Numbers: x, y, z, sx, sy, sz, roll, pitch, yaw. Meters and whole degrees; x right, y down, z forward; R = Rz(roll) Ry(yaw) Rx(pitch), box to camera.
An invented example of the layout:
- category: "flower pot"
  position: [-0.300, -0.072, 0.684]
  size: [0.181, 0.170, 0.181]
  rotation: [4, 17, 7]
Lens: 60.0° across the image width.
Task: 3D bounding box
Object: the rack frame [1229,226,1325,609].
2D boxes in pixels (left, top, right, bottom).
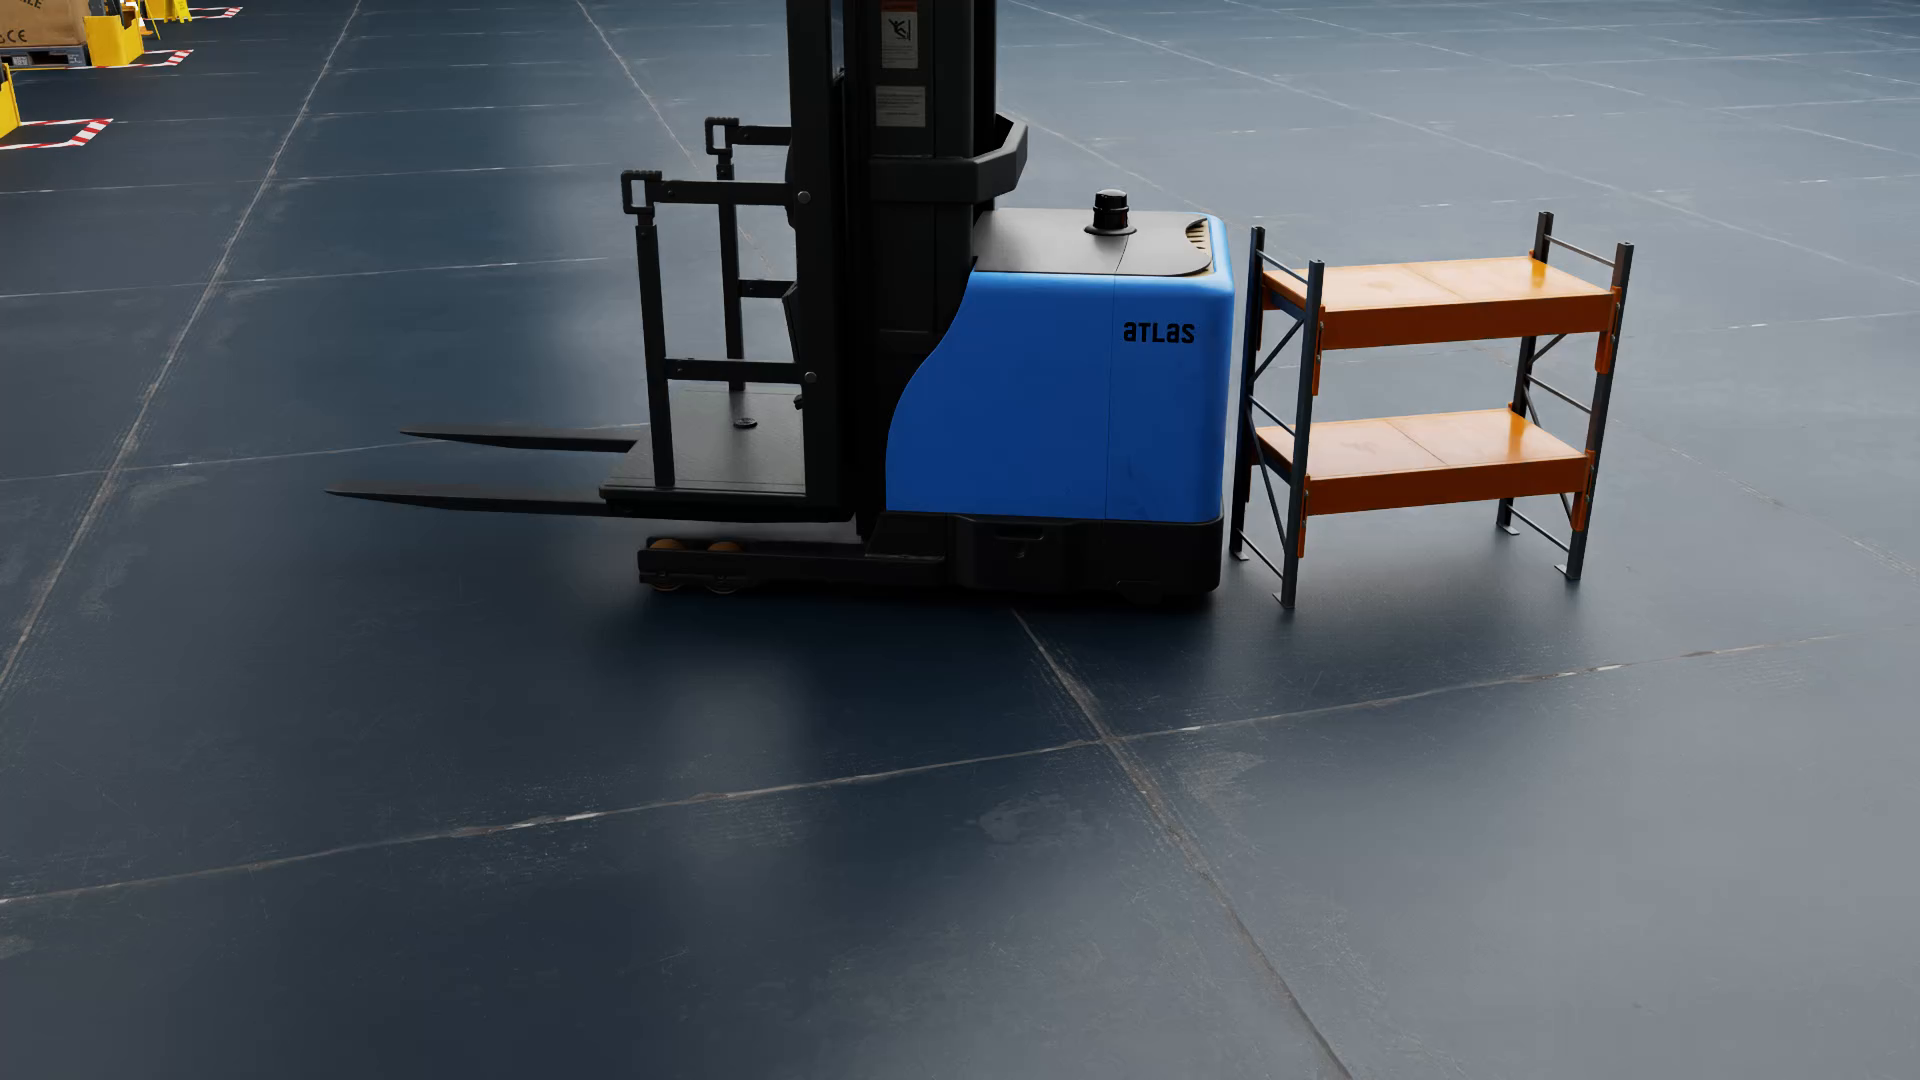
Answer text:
- category: "rack frame"
  position: [1.002, -0.393, 5.323]
  size: [0.032, 1.125, 0.500]
  rotation: [-5, 24, -12]

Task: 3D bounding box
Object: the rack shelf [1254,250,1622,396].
- category: "rack shelf"
  position: [1.498, -0.706, 5.310]
  size: [1.000, 0.278, 0.538]
  rotation: [-5, 24, -12]

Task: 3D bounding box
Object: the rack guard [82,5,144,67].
- category: "rack guard"
  position: [-9.038, -5.393, 17.769]
  size: [0.348, 0.500, 1.175]
  rotation: [-6, 24, -14]

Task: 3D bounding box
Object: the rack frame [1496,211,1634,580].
- category: "rack frame"
  position: [1.994, -0.481, 5.528]
  size: [0.032, 1.125, 0.500]
  rotation: [-5, 24, -12]

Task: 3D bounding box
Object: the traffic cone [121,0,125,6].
- category: "traffic cone"
  position: [-10.561, -6.706, 20.876]
  size: [0.334, 0.463, 0.336]
  rotation: [-6, 24, -14]

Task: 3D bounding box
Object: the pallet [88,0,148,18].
- category: "pallet"
  position: [-11.360, -7.045, 21.985]
  size: [1.213, 0.211, 1.003]
  rotation: [-6, 24, -14]

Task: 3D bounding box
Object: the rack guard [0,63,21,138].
- category: "rack guard"
  position: [-7.891, -3.489, 13.330]
  size: [0.348, 0.500, 1.175]
  rotation: [-6, 24, -14]

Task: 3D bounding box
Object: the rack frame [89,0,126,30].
- category: "rack frame"
  position: [-9.061, -6.539, 17.270]
  size: [0.127, 3.000, 1.000]
  rotation: [-6, 24, -14]

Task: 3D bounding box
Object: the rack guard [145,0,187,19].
- category: "rack guard"
  position: [-10.568, -7.251, 22.098]
  size: [0.348, 0.500, 1.175]
  rotation: [-6, 24, -14]

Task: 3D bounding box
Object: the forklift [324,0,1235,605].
- category: "forklift"
  position: [-0.627, -1.375, 5.320]
  size: [3.031, 2.935, 1.130]
  rotation: [3, 23, 6]

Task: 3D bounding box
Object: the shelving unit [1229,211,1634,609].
- category: "shelving unit"
  position: [1.498, -0.437, 5.425]
  size: [1.048, 1.125, 0.538]
  rotation: [-5, 24, -12]

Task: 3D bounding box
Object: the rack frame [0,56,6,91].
- category: "rack frame"
  position: [-7.818, -4.645, 12.856]
  size: [0.127, 3.000, 1.000]
  rotation: [-6, 24, -14]

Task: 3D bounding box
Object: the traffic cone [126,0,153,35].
- category: "traffic cone"
  position: [-9.934, -6.321, 19.979]
  size: [0.334, 0.463, 0.336]
  rotation: [-6, 24, -14]

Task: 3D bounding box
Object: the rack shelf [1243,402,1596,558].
- category: "rack shelf"
  position: [1.498, -0.212, 5.522]
  size: [1.000, 0.278, 0.538]
  rotation: [-5, 24, -12]

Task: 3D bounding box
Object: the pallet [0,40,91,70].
- category: "pallet"
  position: [-9.809, -5.143, 17.552]
  size: [1.213, 0.211, 1.003]
  rotation: [-6, 24, -14]

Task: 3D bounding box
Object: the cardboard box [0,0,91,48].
- category: "cardboard box"
  position: [-9.696, -5.659, 17.379]
  size: [0.875, 0.875, 0.875]
  rotation: [-6, 24, -14]

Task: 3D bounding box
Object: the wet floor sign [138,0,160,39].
- category: "wet floor sign"
  position: [-9.568, -6.212, 19.493]
  size: [0.232, 0.644, 0.267]
  rotation: [-11, 25, -23]

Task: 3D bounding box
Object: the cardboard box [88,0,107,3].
- category: "cardboard box"
  position: [-11.224, -7.146, 21.639]
  size: [0.500, 0.250, 0.500]
  rotation: [-6, 24, -15]

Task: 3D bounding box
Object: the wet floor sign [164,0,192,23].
- category: "wet floor sign"
  position: [-10.023, -6.940, 21.189]
  size: [0.232, 0.644, 0.267]
  rotation: [2, 23, 4]
